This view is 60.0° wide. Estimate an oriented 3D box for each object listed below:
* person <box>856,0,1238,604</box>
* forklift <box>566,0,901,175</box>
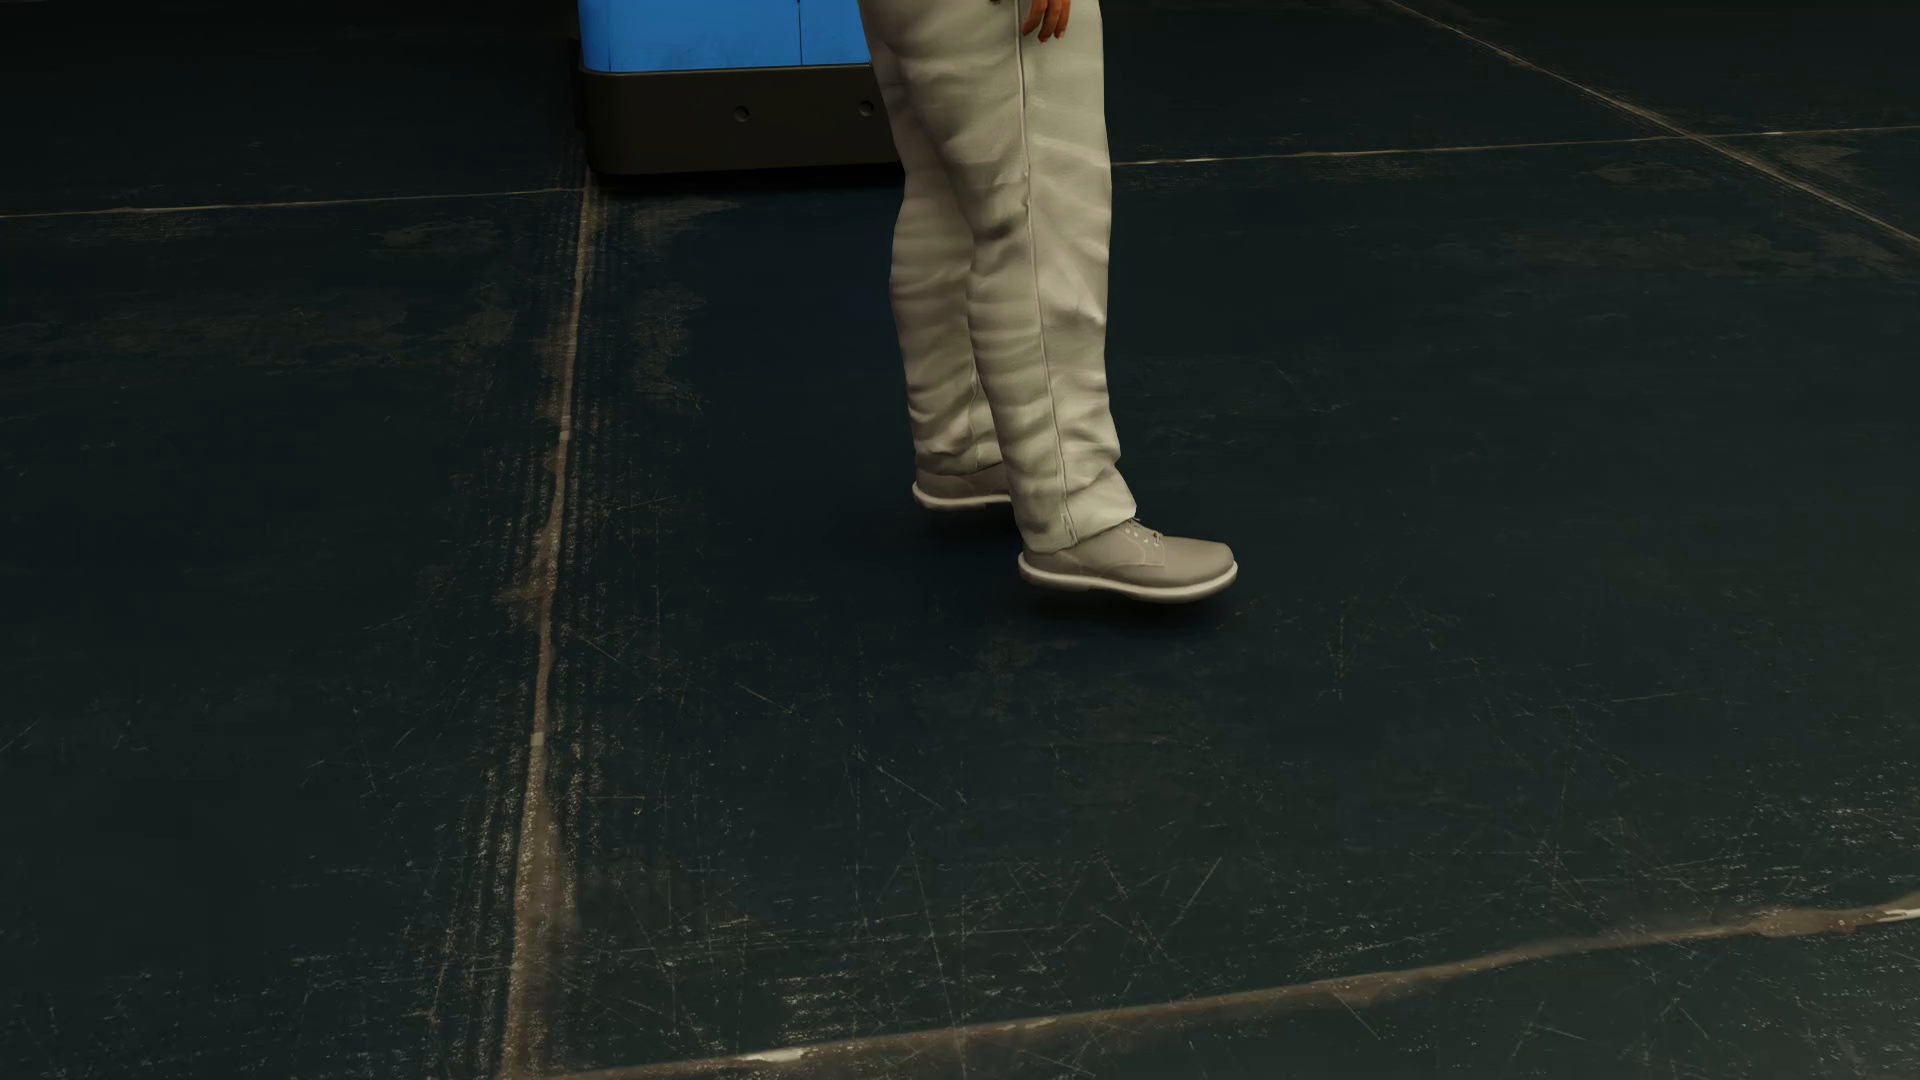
[{"bbox_3d":[0.079,-0.773,2.079,0.529,1.670,0.598,-5,28,-9],"label":"person"},{"bbox_3d":[-0.642,-2.841,4.728,1.130,2.935,3.031,-5,28,-9],"label":"forklift"}]
